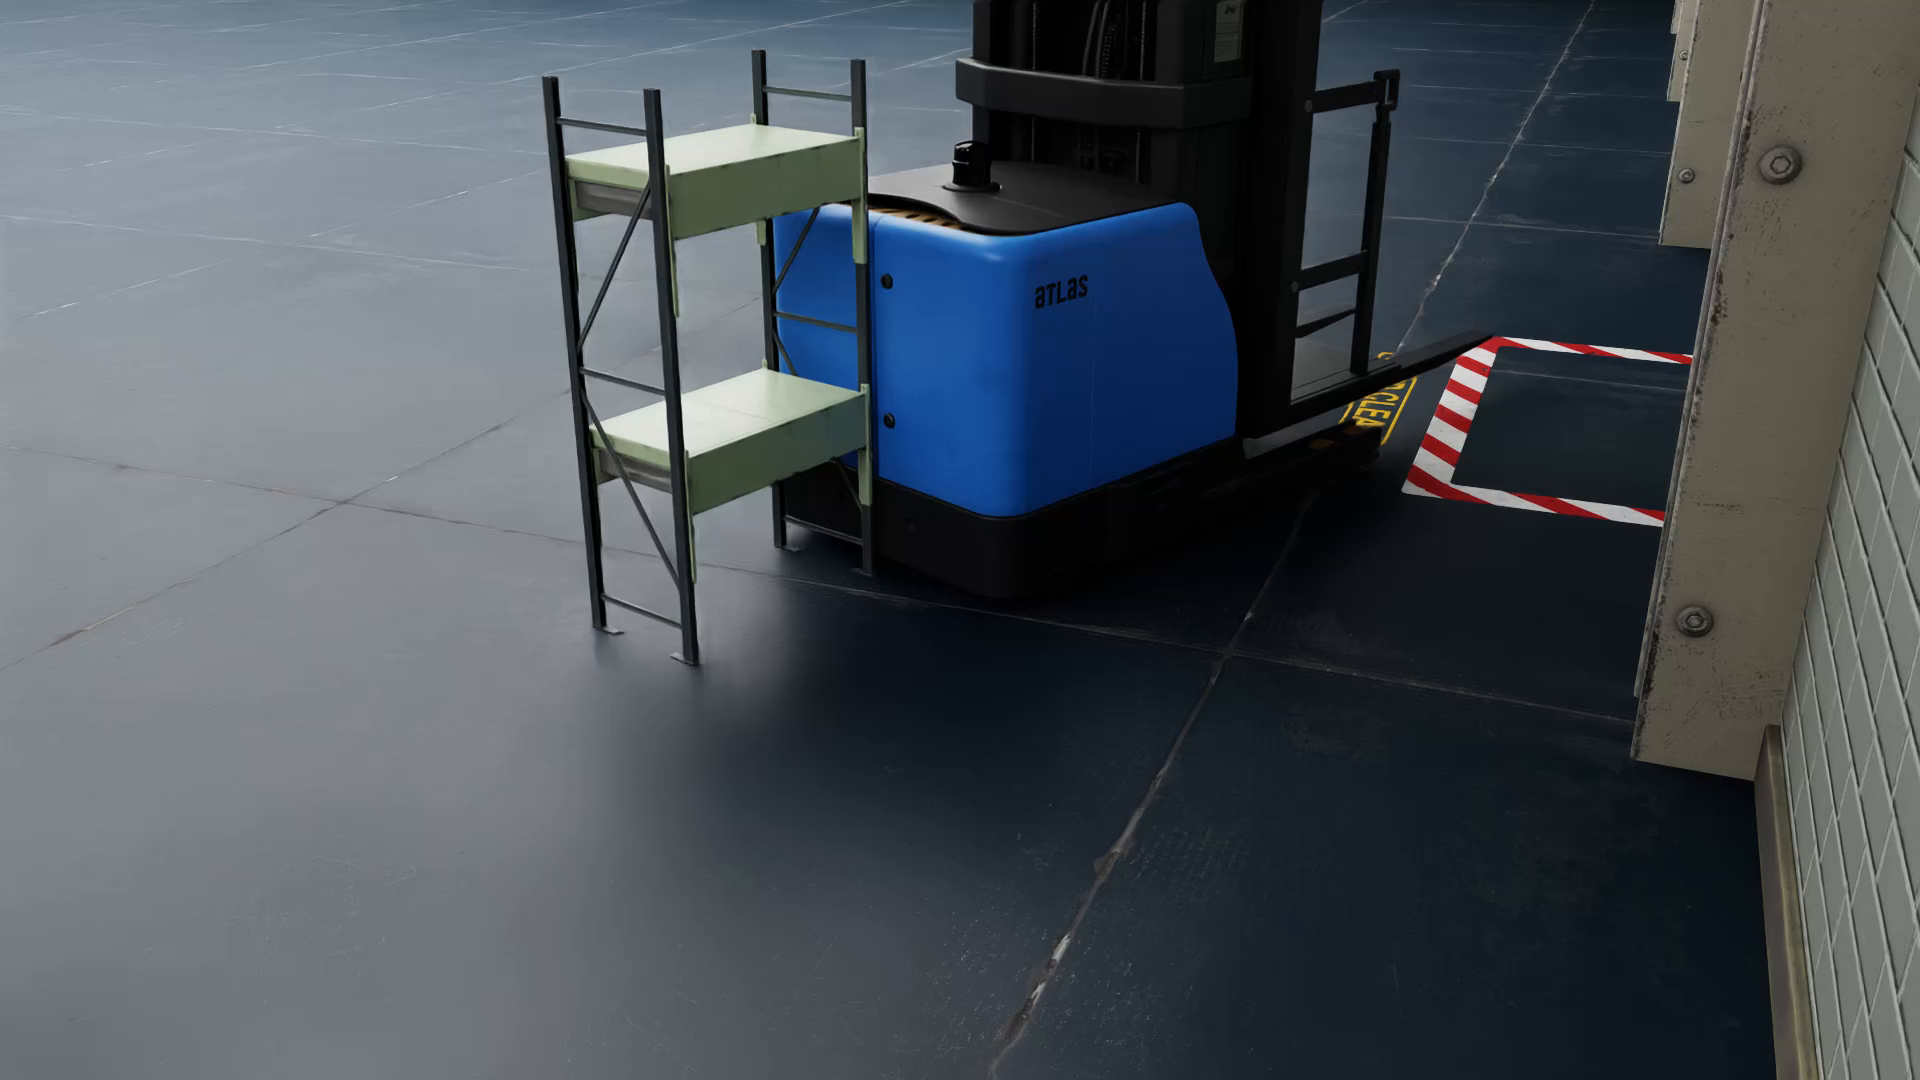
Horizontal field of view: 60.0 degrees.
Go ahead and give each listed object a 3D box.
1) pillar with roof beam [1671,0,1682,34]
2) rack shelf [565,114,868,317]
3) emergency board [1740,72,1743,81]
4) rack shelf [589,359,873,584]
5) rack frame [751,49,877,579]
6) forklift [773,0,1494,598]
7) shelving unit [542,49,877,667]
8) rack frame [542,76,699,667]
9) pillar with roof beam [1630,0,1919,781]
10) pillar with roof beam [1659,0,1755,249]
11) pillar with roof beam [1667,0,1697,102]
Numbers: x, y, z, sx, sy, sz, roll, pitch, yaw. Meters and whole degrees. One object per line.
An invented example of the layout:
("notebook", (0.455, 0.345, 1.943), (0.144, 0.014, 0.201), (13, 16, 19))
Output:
("pillar with roof beam", (4.516, -10.733, 19.271), (9.100, 9.000, 0.400), (9, 24, 20))
("rack shelf", (-0.639, -0.874, 4.385), (0.431, 0.370, 0.720), (17, 28, 34))
("emergency board", (2.780, -1.786, 5.635), (0.194, 1.169, 0.643), (9, 24, 20))
("rack shelf", (-0.639, -0.213, 4.661), (0.431, 0.370, 0.720), (17, 28, 34))
("rack frame", (-0.415, -0.626, 4.802), (0.400, 1.500, 0.023), (17, 28, 34))
("forklift", (0.828, -1.658, 5.417), (3.031, 2.935, 1.130), (-21, 30, -40))
("shelving unit", (-0.639, -0.514, 4.535), (0.431, 1.500, 0.755), (17, 28, 34))
("rack frame", (-0.863, -0.403, 4.268), (0.400, 1.500, 0.023), (17, 28, 34))
("pillar with roof beam", (-2.170, -4.292, 3.850), (9.100, 9.000, 0.400), (9, 24, 20))
("pillar with roof beam", (0.059, -6.439, 8.990), (9.100, 9.000, 0.400), (9, 24, 20))
("pillar with roof beam", (2.287, -8.586, 14.131), (9.100, 9.000, 0.400), (9, 24, 20))
